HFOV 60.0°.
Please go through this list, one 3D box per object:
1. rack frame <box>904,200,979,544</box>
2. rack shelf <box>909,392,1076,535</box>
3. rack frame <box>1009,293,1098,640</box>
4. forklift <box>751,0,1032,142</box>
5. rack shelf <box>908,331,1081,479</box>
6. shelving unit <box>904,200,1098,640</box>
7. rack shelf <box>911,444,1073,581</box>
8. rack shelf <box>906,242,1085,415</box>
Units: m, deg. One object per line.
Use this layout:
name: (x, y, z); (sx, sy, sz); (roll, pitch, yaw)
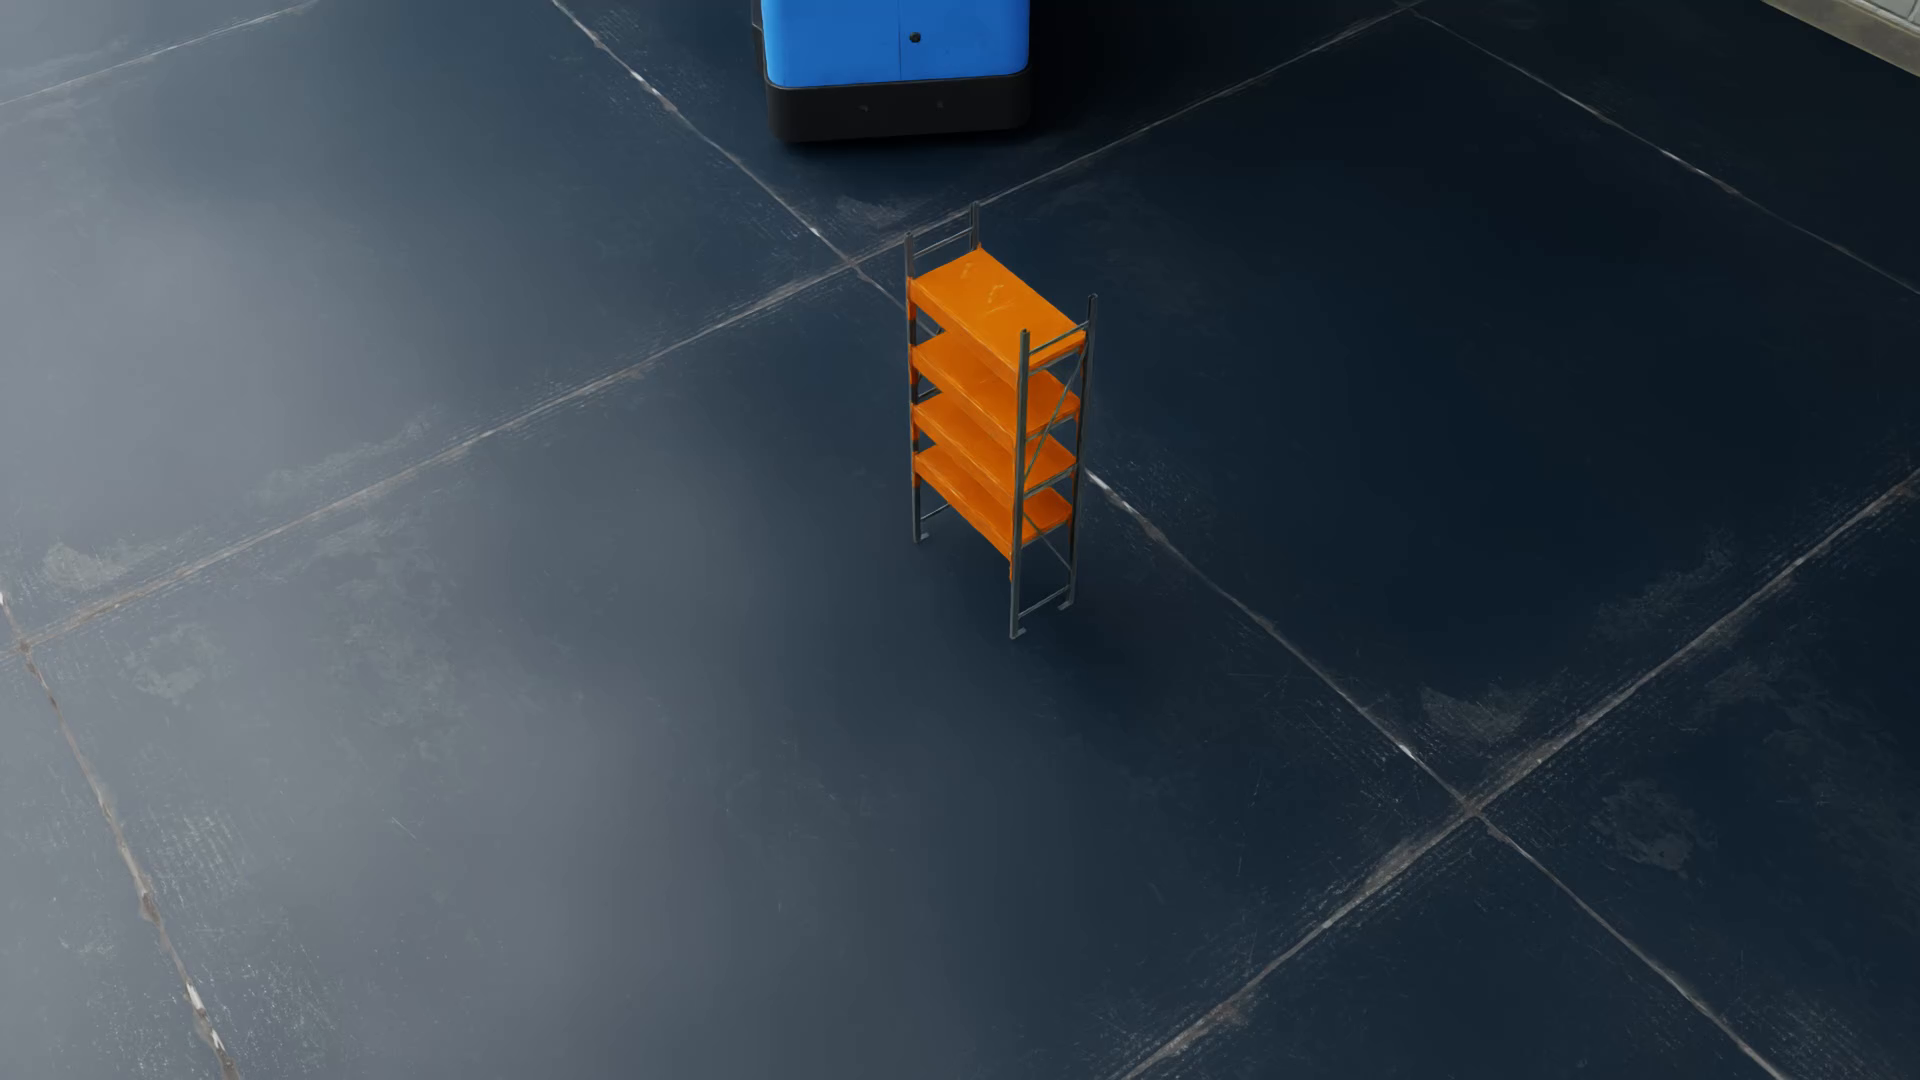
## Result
rack frame: (-0.048, -0.449, 4.847); (0.240, 1.200, 0.015); (-29, 54, -24)
rack shelf: (0.100, -0.260, 4.767); (0.258, 0.148, 0.480); (-29, 54, -24)
rack frame: (0.248, -0.162, 4.587); (0.240, 1.200, 0.015); (-29, 54, -24)
forklift: (-0.389, -3.659, 6.588); (1.130, 2.935, 3.031); (-5, 48, -4)
rack shelf: (0.100, -0.410, 4.601); (0.258, 0.148, 0.480); (-29, 54, -24)
shelving unit: (0.100, -0.305, 4.717); (0.258, 1.200, 0.503); (-29, 54, -24)
rack shelf: (0.100, -0.127, 4.914); (0.258, 0.148, 0.480); (-29, 54, -24)
rack shelf: (0.100, -0.569, 4.426); (0.258, 0.148, 0.480); (-29, 54, -24)
